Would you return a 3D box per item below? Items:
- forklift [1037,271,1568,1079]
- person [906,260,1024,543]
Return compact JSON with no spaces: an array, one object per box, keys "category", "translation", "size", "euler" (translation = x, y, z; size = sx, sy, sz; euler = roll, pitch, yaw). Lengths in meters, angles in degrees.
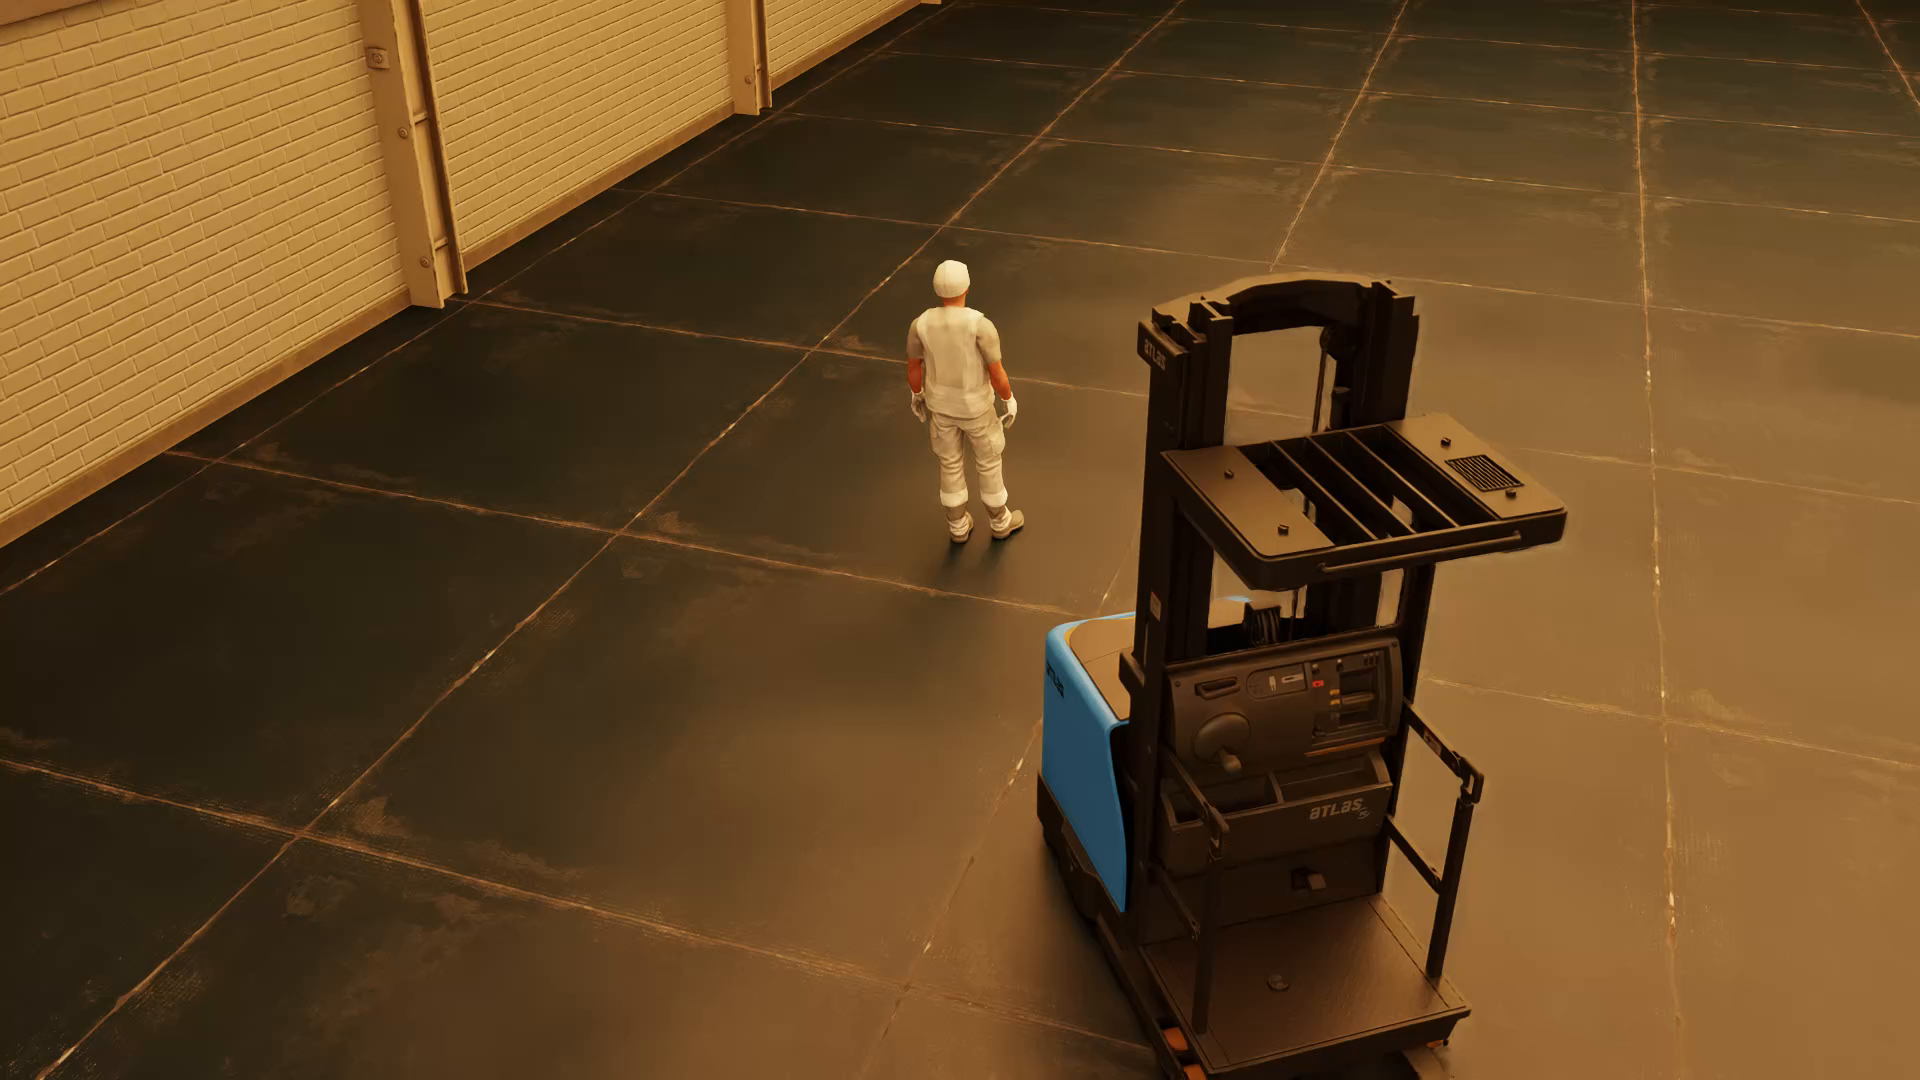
[{"category":"forklift","translation":[1.279,0.660,5.979],"size":[1.130,2.935,3.031],"euler":[-9,31,-15]},{"category":"person","translation":[0.036,-0.819,9.713],"size":[0.638,1.789,0.562],"euler":[10,31,16]}]
